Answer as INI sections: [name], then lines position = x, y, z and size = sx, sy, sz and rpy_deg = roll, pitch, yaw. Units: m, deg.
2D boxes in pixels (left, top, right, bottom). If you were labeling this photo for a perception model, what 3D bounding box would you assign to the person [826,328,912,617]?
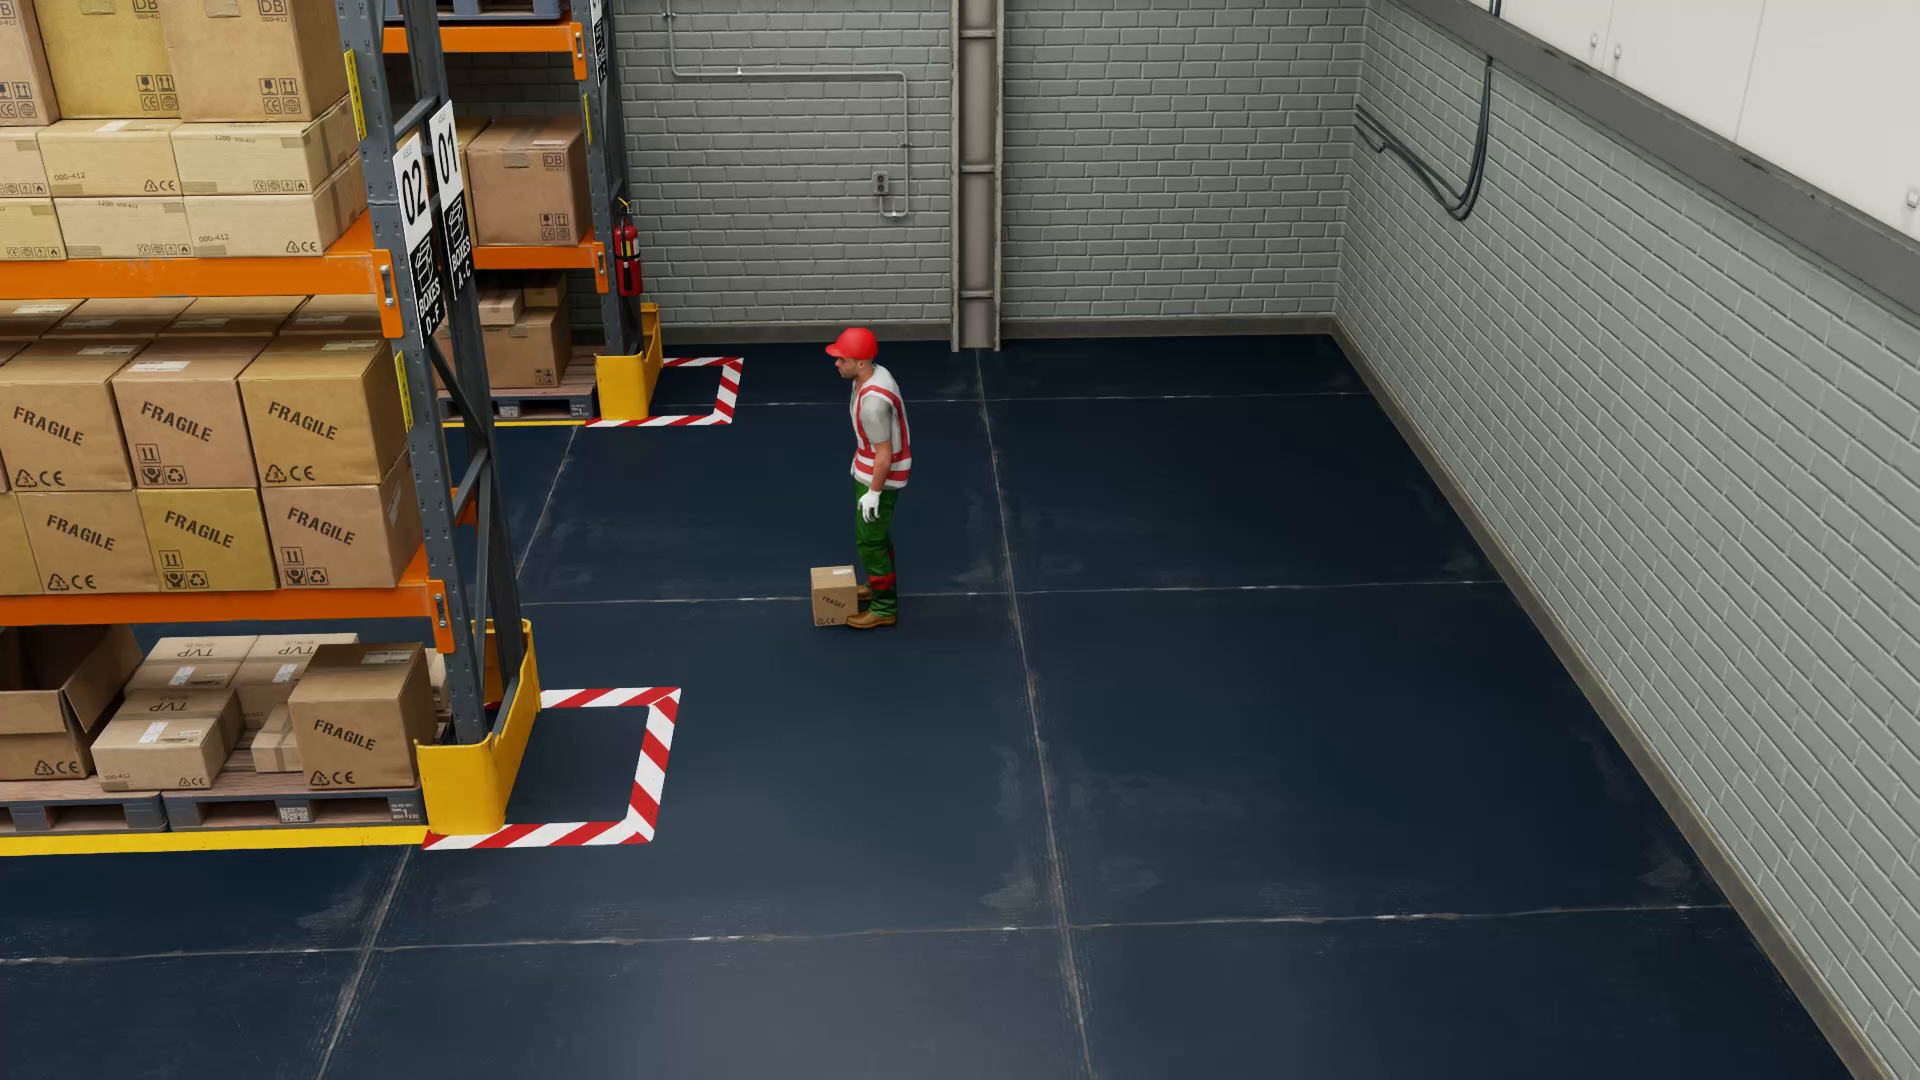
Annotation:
[person]
position = -0.499, -0.376, 9.267
size = 0.448, 1.722, 0.589
rpy_deg = -3, 27, -6
